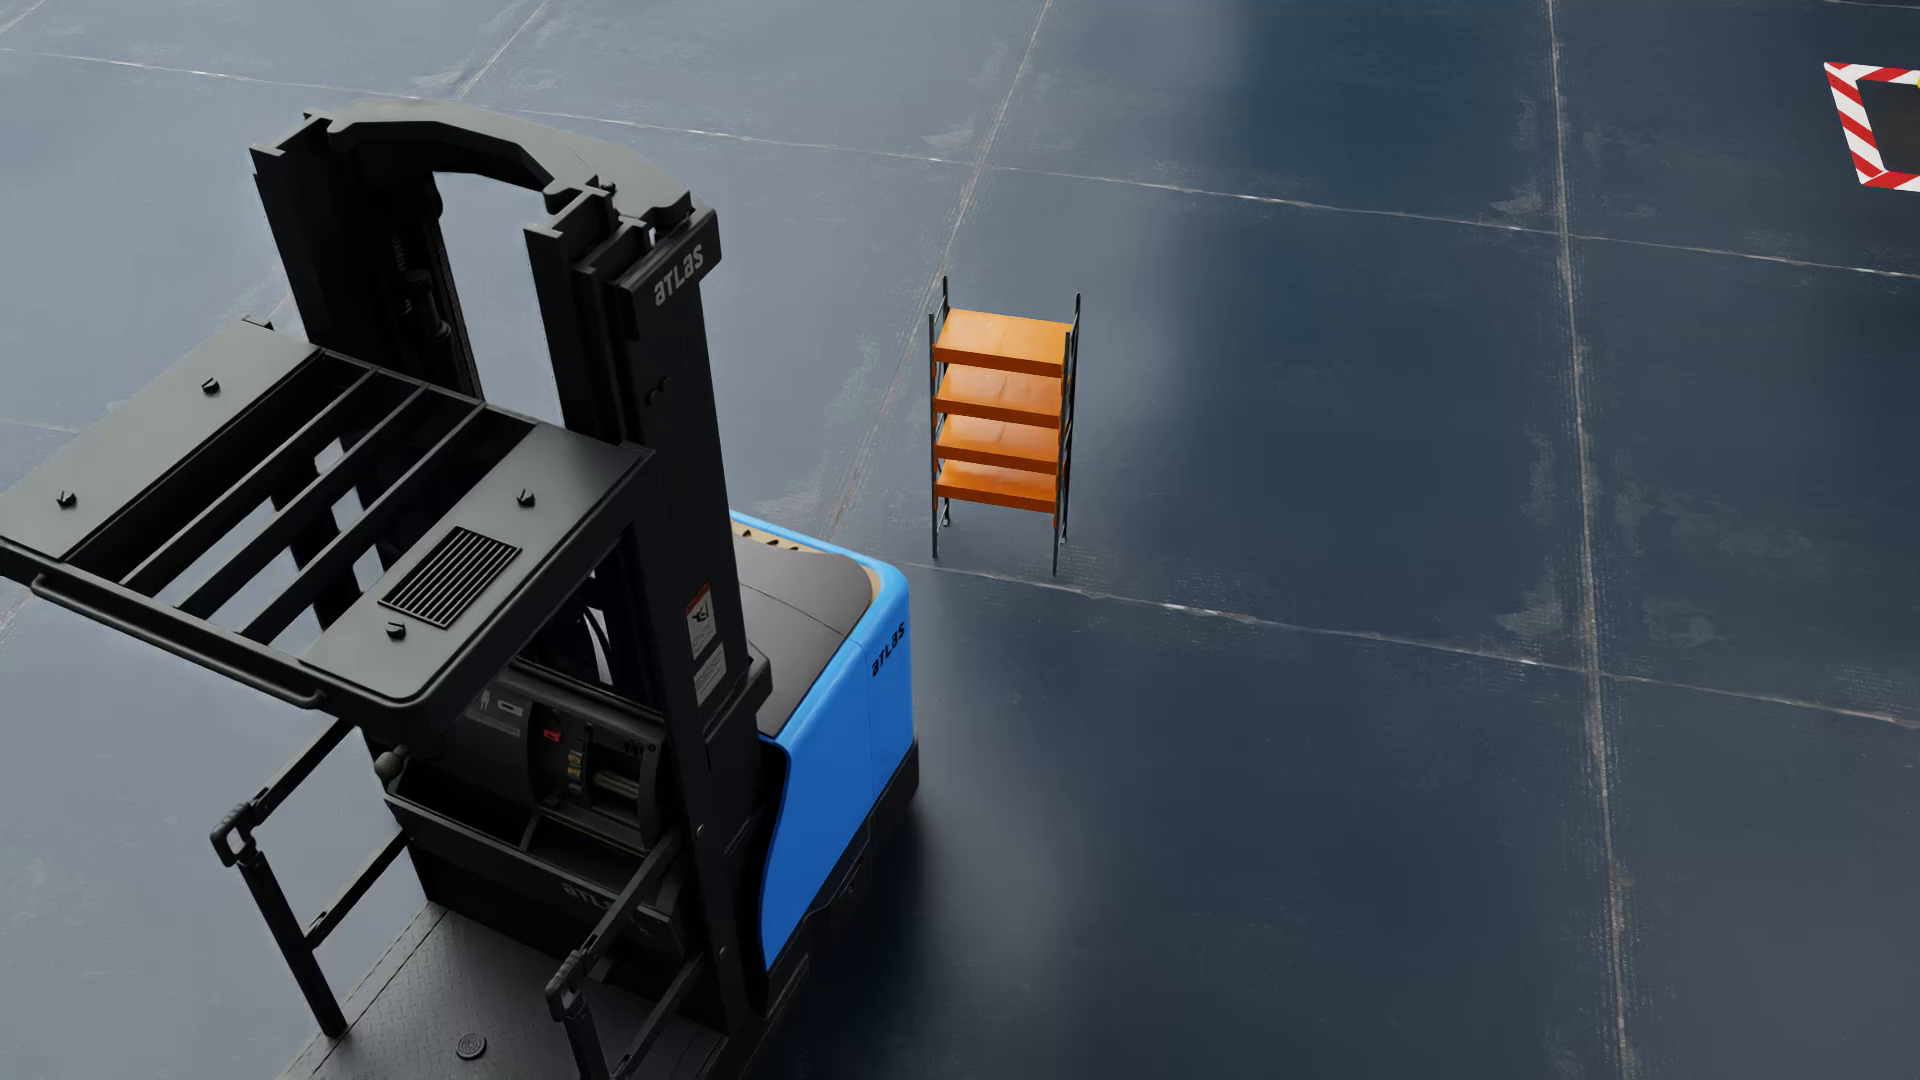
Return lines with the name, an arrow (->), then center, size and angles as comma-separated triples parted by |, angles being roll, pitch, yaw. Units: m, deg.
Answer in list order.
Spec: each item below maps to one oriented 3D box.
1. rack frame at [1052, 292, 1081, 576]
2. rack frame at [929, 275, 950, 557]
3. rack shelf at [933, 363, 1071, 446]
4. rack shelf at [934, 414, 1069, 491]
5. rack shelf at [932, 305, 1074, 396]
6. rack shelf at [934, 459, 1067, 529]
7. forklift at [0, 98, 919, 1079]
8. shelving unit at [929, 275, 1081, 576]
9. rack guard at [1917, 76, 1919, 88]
rack frame -> 0.400, -0.370, 6.269 | 0.015, 1.200, 0.240 | 9, 45, 9
rack frame -> -0.077, -0.444, 6.346 | 0.015, 1.200, 0.240 | 9, 45, 9
rack shelf -> 0.162, -0.520, 6.199 | 0.480, 0.148, 0.258 | 9, 45, 9
rack shelf -> 0.162, -0.359, 6.355 | 0.480, 0.148, 0.258 | 9, 45, 9
rack shelf -> 0.162, -0.690, 6.035 | 0.480, 0.148, 0.258 | 9, 45, 9
rack shelf -> 0.162, -0.216, 6.492 | 0.480, 0.148, 0.258 | 9, 45, 9
forklift -> -1.233, 0.588, 4.026 | 1.130, 2.935, 3.031 | 18, 47, 18
shelving unit -> 0.162, -0.407, 6.308 | 0.503, 1.200, 0.258 | 9, 45, 9
rack guard -> 5.492, -2.399, 8.881 | 0.348, 0.500, 1.175 | 9, 45, 9
